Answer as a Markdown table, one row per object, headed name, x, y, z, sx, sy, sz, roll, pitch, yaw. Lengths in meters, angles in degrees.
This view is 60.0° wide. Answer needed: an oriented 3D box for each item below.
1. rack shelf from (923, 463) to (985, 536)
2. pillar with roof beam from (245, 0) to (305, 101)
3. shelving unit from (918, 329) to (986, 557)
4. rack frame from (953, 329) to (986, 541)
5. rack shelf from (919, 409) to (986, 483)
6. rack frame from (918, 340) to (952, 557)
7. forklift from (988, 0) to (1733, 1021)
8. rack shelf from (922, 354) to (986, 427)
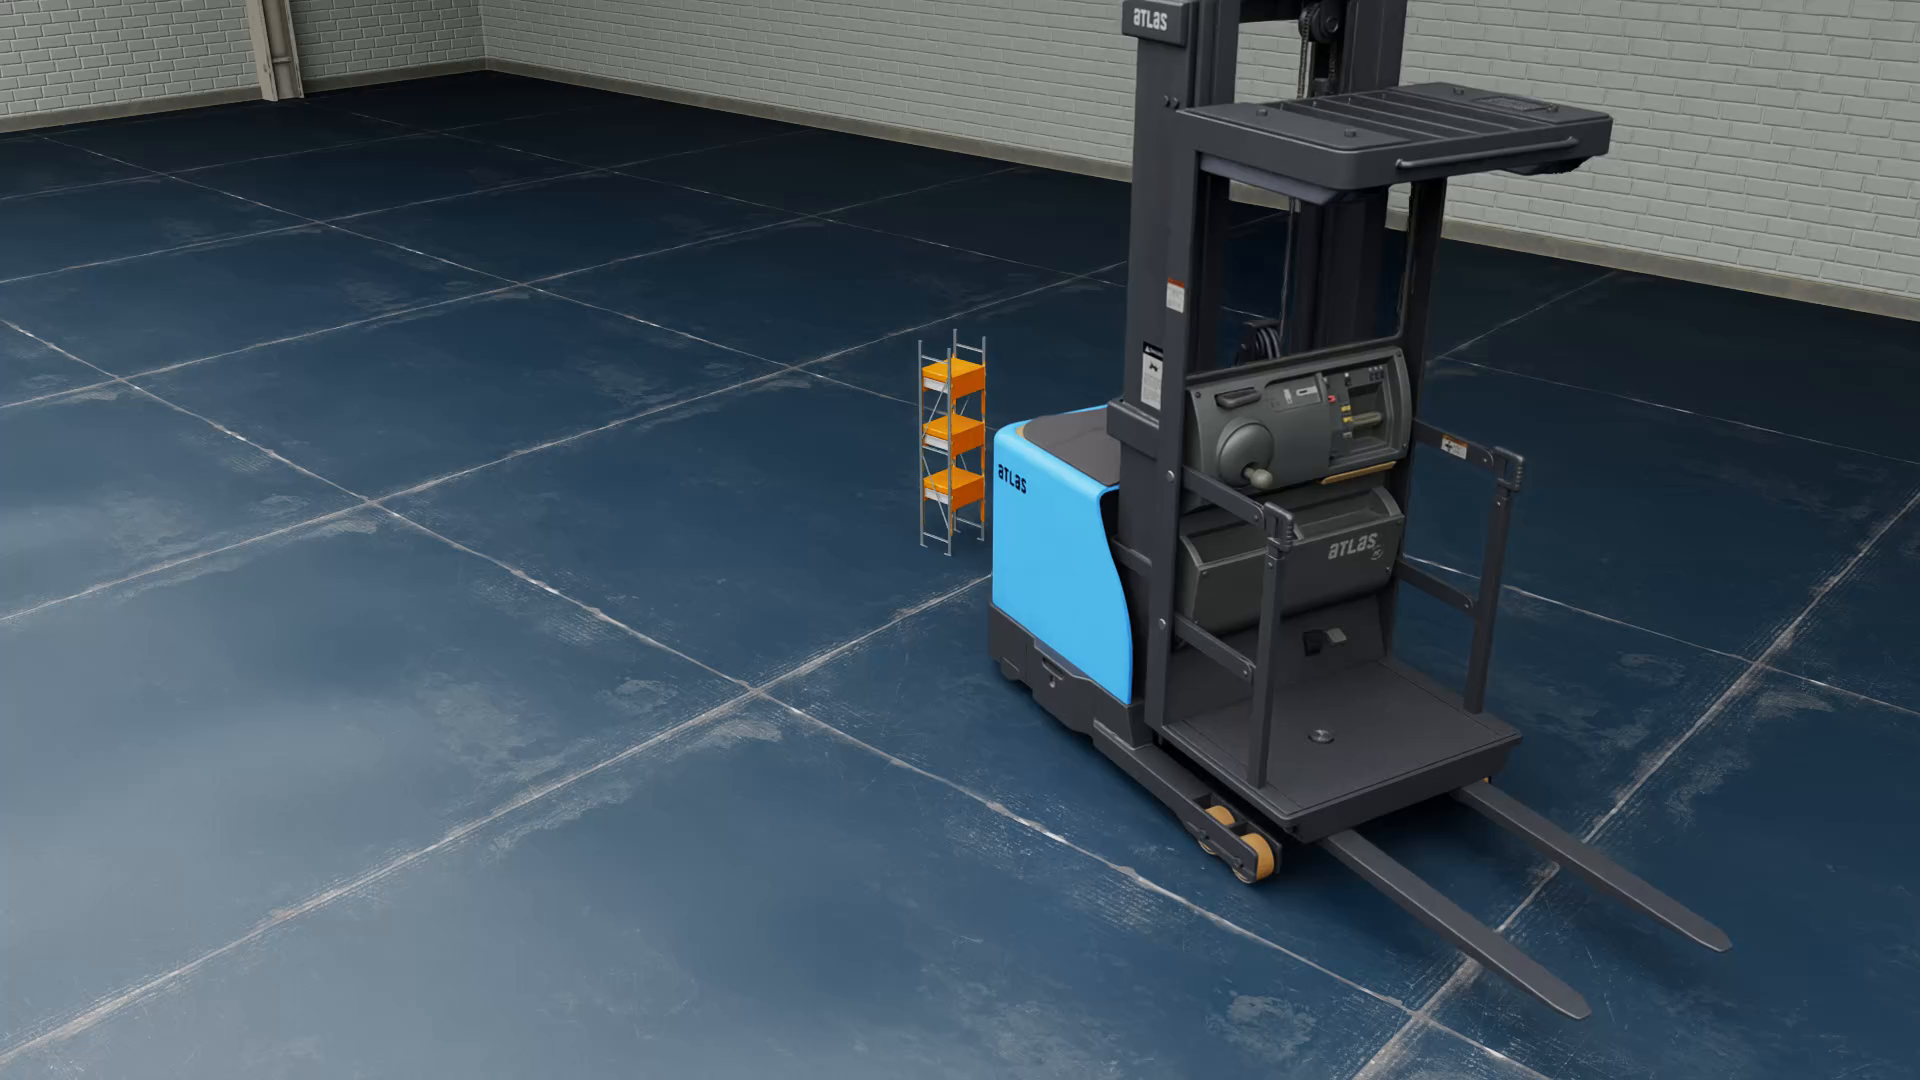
| name | x | y | z | sx | sy | sz | roll | pitch | yaw |
| --- | --- | --- | --- | --- | --- | --- | --- | --- | --- |
| rack shelf | -0.036 | -0.199 | 8.117 | 0.215 | 0.259 | 0.240 | 20 | 31 | 38 |
| pillar with roof beam | -5.043 | -8.320 | 15.807 | 9.100 | 9.000 | 0.400 | 20 | 31 | 38 |
| shelving unit | -0.036 | -0.463 | 7.999 | 0.215 | 1.050 | 0.252 | 20 | 31 | 38 |
| rack frame | 0.046 | -0.500 | 8.082 | 0.200 | 1.050 | 0.008 | 20 | 31 | 38 |
| rack shelf | -0.036 | -0.453 | 8.003 | 0.215 | 0.259 | 0.240 | 20 | 31 | 38 |
| rack frame | -0.117 | -0.426 | 7.916 | 0.200 | 1.050 | 0.008 | 20 | 31 | 38 |
| forklift | 1.285 | -0.387 | 5.530 | 1.130 | 2.935 | 3.031 | -13 | 27 | -27 |
| rack shelf | -0.036 | -0.712 | 7.887 | 0.215 | 0.259 | 0.240 | 20 | 31 | 38 |
